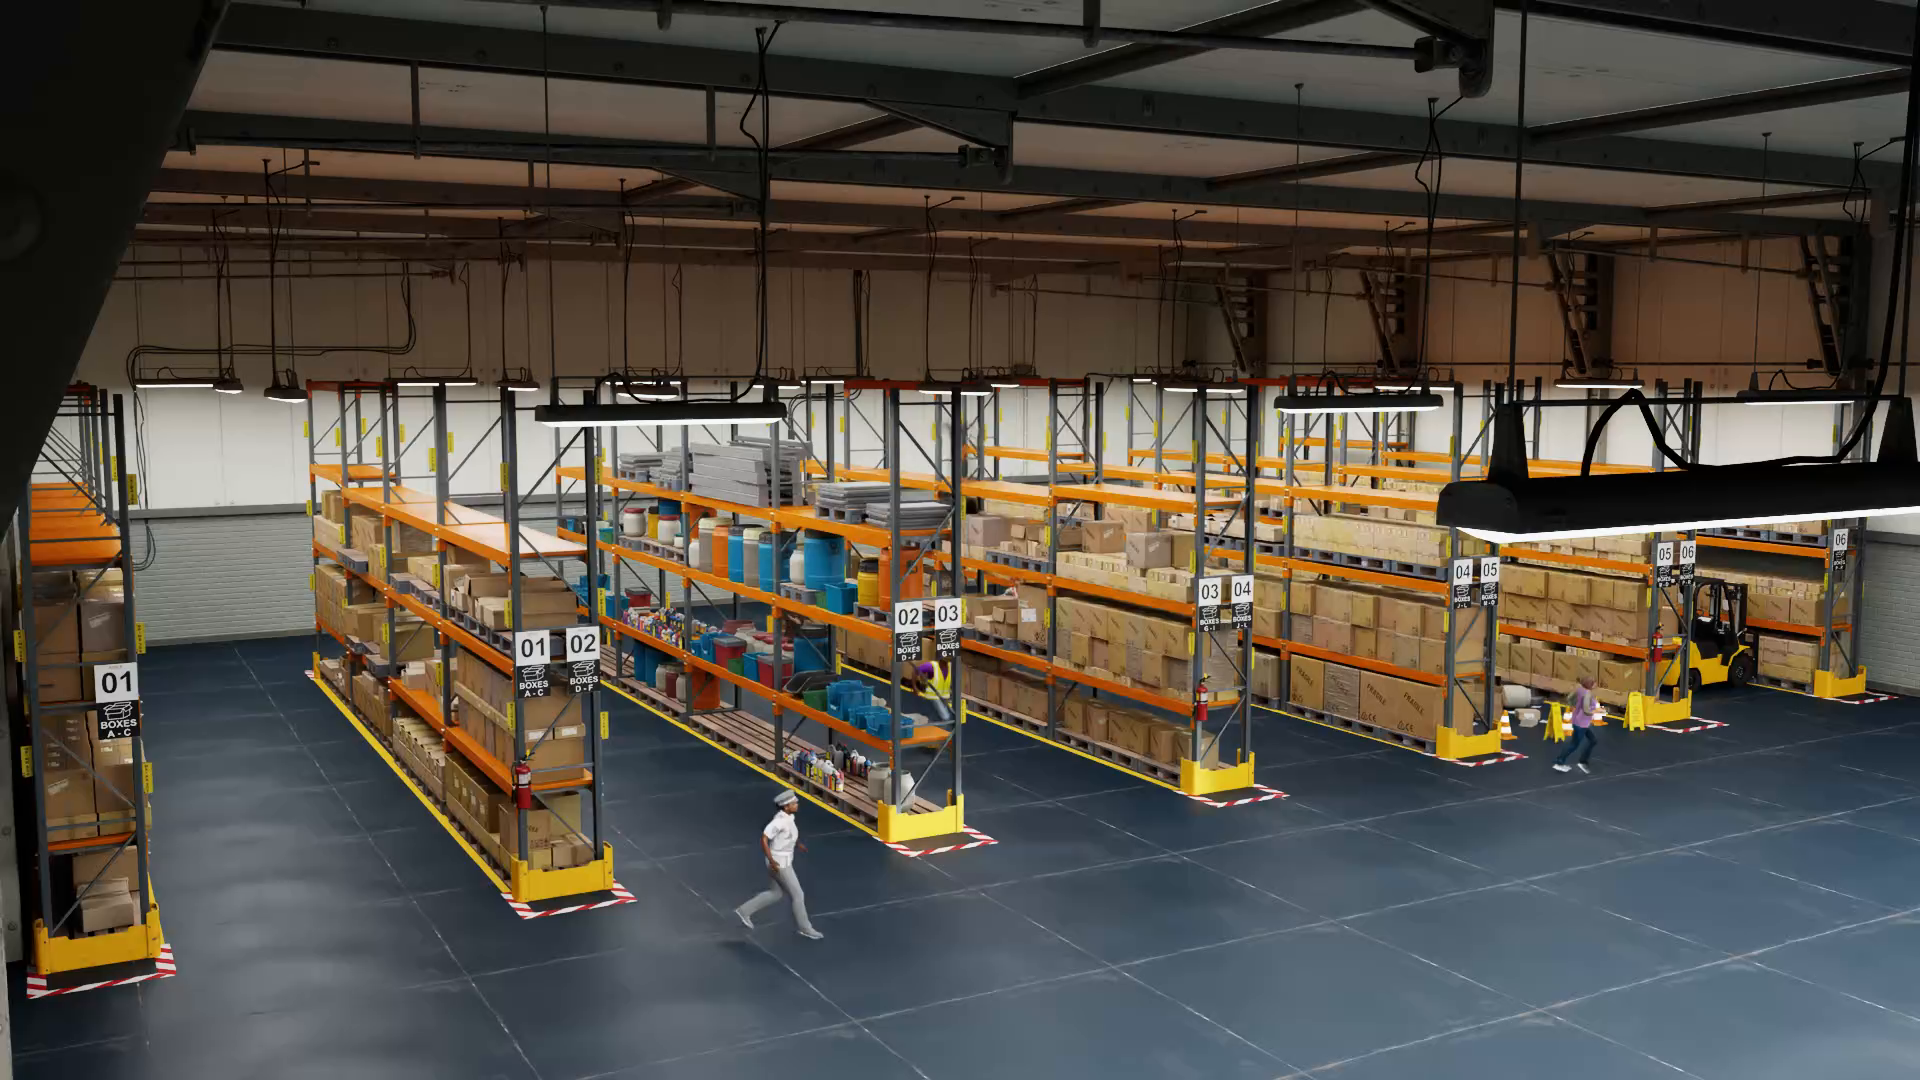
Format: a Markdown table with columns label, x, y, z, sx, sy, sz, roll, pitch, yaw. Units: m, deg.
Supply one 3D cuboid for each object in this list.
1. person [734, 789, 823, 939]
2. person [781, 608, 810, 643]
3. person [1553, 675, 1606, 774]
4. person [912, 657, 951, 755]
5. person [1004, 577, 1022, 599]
| label | x | y | z | sx | sy | sz | roll | pitch | yaw |
| --- | --- | --- | --- | --- | --- | --- | --- | --- | --- |
| person | -2.001 | 3.564 | 18.246 | 0.975 | 1.690 | 0.600 | 0 | 6 | -1 |
| person | -3.395 | 1.828 | 34.058 | 0.733 | 1.791 | 0.925 | -5 | 8 | -37 |
| person | 9.523 | 2.847 | 25.522 | 0.735 | 1.602 | 0.507 | 2 | 6 | 15 |
| person | -0.355 | 2.593 | 26.982 | 0.732 | 1.760 | 0.816 | -5 | 8 | -38 |
| person | 1.249 | 1.617 | 36.241 | 0.649 | 1.754 | 0.646 | -3 | 7 | -29 |
